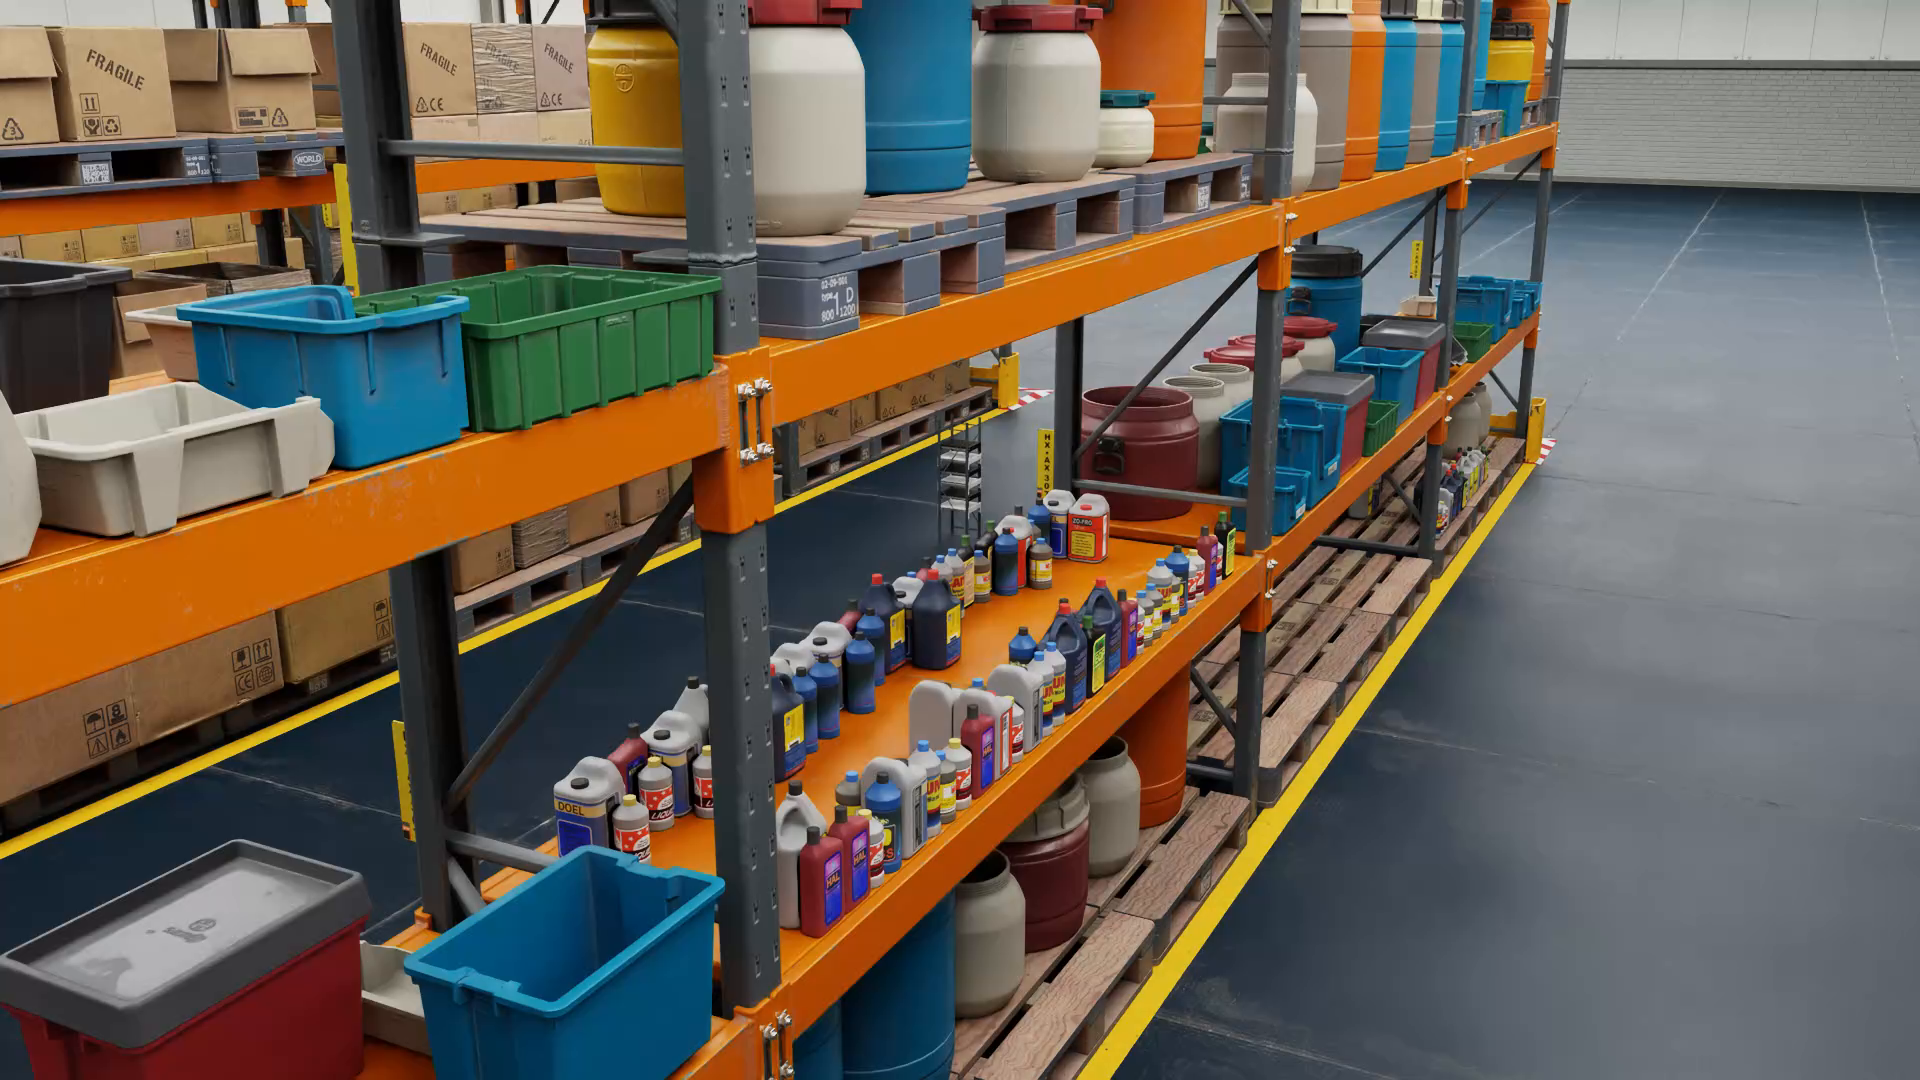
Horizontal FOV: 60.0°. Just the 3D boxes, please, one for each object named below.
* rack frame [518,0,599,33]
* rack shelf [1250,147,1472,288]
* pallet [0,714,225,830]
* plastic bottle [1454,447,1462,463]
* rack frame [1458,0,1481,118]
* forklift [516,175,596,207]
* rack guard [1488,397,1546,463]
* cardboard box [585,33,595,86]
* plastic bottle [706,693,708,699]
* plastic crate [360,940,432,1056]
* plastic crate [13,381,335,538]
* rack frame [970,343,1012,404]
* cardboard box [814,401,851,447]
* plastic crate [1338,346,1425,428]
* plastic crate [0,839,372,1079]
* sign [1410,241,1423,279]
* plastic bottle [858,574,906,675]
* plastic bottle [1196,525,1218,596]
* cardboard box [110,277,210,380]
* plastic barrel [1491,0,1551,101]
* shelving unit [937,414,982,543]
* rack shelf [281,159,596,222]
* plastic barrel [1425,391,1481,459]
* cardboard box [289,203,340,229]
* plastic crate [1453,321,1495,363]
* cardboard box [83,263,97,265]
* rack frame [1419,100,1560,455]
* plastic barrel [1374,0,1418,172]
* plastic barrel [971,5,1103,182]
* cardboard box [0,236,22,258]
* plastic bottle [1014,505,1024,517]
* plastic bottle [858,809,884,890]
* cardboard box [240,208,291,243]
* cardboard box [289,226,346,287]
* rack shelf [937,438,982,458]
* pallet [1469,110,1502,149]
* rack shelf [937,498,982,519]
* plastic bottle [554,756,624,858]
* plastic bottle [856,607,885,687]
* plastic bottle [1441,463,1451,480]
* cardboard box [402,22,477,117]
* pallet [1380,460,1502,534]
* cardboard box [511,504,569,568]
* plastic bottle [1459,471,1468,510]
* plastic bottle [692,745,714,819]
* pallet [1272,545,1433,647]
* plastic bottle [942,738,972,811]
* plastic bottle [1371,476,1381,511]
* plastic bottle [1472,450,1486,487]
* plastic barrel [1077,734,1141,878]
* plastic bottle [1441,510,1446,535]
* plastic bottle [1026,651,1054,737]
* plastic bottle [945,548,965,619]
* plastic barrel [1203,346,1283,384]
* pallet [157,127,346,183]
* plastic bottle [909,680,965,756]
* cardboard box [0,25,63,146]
[{"bbox_3d":[-4.350,-6.401,17.770,1.000,3.000,0.127,8,18,25],"label":"rack frame"},{"bbox_3d":[1.792,-1.803,8.822,1.077,0.370,4.000,8,18,25],"label":"rack shelf"},{"bbox_3d":[-4.499,1.007,8.263,1.003,0.211,1.213,8,18,25],"label":"pallet"},{"bbox_3d":[3.812,-0.576,12.694,0.061,0.283,0.133,8,18,25],"label":"plastic bottle"},{"bbox_3d":[2.685,-4.095,10.007,1.000,3.000,0.127,8,18,25],"label":"rack frame"},{"bbox_3d":[-3.568,-2.301,14.625,1.130,2.935,3.031,8,18,26],"label":"forklift"},{"bbox_3d":[4.481,-1.015,14.562,1.175,0.500,0.348,8,18,25],"label":"rack guard"},{"bbox_3d":[-2.464,-3.191,11.312,0.797,0.503,0.637,9,19,28],"label":"cardboard box"},{"bbox_3d":[-0.689,0.519,5.095,0.144,0.351,0.185,8,18,25],"label":"plastic bottle"},{"bbox_3d":[-1.225,1.016,3.692,0.396,0.136,0.243,8,18,25],"label":"plastic crate"},{"bbox_3d":[-1.117,-0.121,2.357,0.293,0.136,0.466,8,18,25],"label":"plastic crate"},{"bbox_3d":[0.042,-2.868,16.413,1.000,3.000,0.127,8,18,25],"label":"rack frame"},{"bbox_3d":[-1.282,-1.096,14.099,0.500,0.500,0.500,16,23,43],"label":"cardboard box"},{"bbox_3d":[2.471,-0.891,9.784,0.392,0.384,0.575,8,18,25],"label":"plastic crate"},{"bbox_3d":[-1.513,0.954,3.325,0.402,0.464,0.583,8,18,25],"label":"plastic crate"},{"bbox_3d":[3.983,-2.442,14.492,0.100,0.325,0.005,8,18,25],"label":"sign"},{"bbox_3d":[-0.279,0.286,5.881,0.144,0.351,0.185,8,18,25],"label":"plastic bottle"},{"bbox_3d":[0.996,0.072,6.720,0.061,0.283,0.133,8,18,25],"label":"plastic bottle"},{"bbox_3d":[-4.168,-1.010,8.218,0.797,0.503,0.637,9,19,27],"label":"cardboard box"},{"bbox_3d":[4.369,-3.943,13.273,0.600,0.830,0.708,8,18,25],"label":"plastic barrel"},{"bbox_3d":[-0.004,-0.429,11.889,0.258,0.900,0.210,8,18,25],"label":"shelving unit"},{"bbox_3d":[-2.639,-2.433,10.943,1.077,0.370,4.000,8,18,25],"label":"rack shelf"},{"bbox_3d":[4.023,-0.942,13.559,0.421,0.512,0.421,0,17,0],"label":"plastic barrel"},{"bbox_3d":[-5.942,-3.185,15.321,0.875,0.550,0.550,8,18,25],"label":"cardboard box"},{"bbox_3d":[3.544,-1.428,11.935,0.450,0.188,0.662,8,18,25],"label":"plastic crate"},{"bbox_3d":[-7.033,-1.874,12.889,0.500,0.500,0.500,8,18,25],"label":"cardboard box"},{"bbox_3d":[4.473,-2.238,14.292,1.000,3.000,0.127,8,18,25],"label":"rack frame"},{"bbox_3d":[2.068,-2.407,8.712,0.600,0.901,0.708,8,18,25],"label":"plastic barrel"},{"bbox_3d":[0.241,-1.434,5.340,0.433,0.535,0.433,0,17,0],"label":"plastic barrel"},{"bbox_3d":[-7.491,-2.257,12.422,0.700,0.500,0.500,8,18,25],"label":"cardboard box"},{"bbox_3d":[0.228,0.002,6.953,0.061,0.283,0.133,8,18,25],"label":"plastic bottle"},{"bbox_3d":[-0.249,0.809,4.382,0.097,0.201,0.097,0,17,0],"label":"plastic bottle"},{"bbox_3d":[-6.354,-2.906,14.609,0.700,0.500,0.500,8,18,24],"label":"cardboard box"},{"bbox_3d":[-5.984,-2.674,15.494,0.875,0.550,0.550,8,18,25],"label":"cardboard box"},{"bbox_3d":[-0.004,-0.656,11.822,0.258,0.077,0.200,8,18,25],"label":"rack shelf"},{"bbox_3d":[2.920,-2.763,11.122,1.213,0.211,1.003,8,18,25],"label":"pallet"},{"bbox_3d":[-0.004,-0.225,11.950,0.258,0.077,0.200,8,18,25],"label":"rack shelf"},{"bbox_3d":[-1.002,0.736,4.495,0.152,0.276,0.135,8,18,25],"label":"plastic bottle"},{"bbox_3d":[-0.309,0.364,5.755,0.097,0.271,0.097,0,17,0],"label":"plastic bottle"},{"bbox_3d":[3.548,-0.446,12.269,0.152,0.276,0.135,8,18,25],"label":"plastic bottle"},{"bbox_3d":[-3.093,-2.643,9.333,0.500,0.500,0.500,8,18,26],"label":"cardboard box"},{"bbox_3d":[3.567,-0.360,12.867,1.003,0.211,1.213,8,18,25],"label":"pallet"},{"bbox_3d":[-3.015,-0.159,10.910,0.700,0.500,0.500,6,18,21],"label":"cardboard box"},{"bbox_3d":[3.613,-0.366,11.986,0.061,0.283,0.133,9,19,28],"label":"plastic bottle"},{"bbox_3d":[-0.719,0.690,4.781,0.097,0.201,0.097,0,17,0],"label":"plastic bottle"},{"bbox_3d":[2.369,0.322,10.568,1.003,0.211,1.213,8,18,25],"label":"pallet"},{"bbox_3d":[-0.015,0.675,4.831,0.097,0.201,0.097,0,17,0],"label":"plastic bottle"},{"bbox_3d":[2.945,-0.362,11.985,0.152,0.276,0.135,8,18,25],"label":"plastic bottle"},{"bbox_3d":[3.907,-0.559,12.650,0.152,0.276,0.135,8,18,26],"label":"plastic bottle"},{"bbox_3d":[0.522,1.073,6.776,0.421,0.512,0.421,0,17,0],"label":"plastic barrel"},{"bbox_3d":[3.265,-0.140,11.370,0.097,0.201,0.097,0,17,0],"label":"plastic bottle"},{"bbox_3d":[0.252,0.490,5.334,0.097,0.271,0.097,0,17,0],"label":"plastic bottle"},{"bbox_3d":[-0.030,0.167,6.420,0.097,0.271,0.097,0,17,0],"label":"plastic bottle"},{"bbox_3d":[1.540,-0.772,9.115,0.433,0.535,0.433,0,17,0],"label":"plastic barrel"},{"bbox_3d":[-3.773,-2.007,8.578,1.213,0.211,1.003,9,19,28],"label":"pallet"},{"bbox_3d":[-0.064,0.553,5.111,0.152,0.276,0.135,8,18,25],"label":"plastic bottle"},{"bbox_3d":[-4.427,-1.996,7.290,0.797,0.503,0.637,8,18,25],"label":"cardboard box"}]
